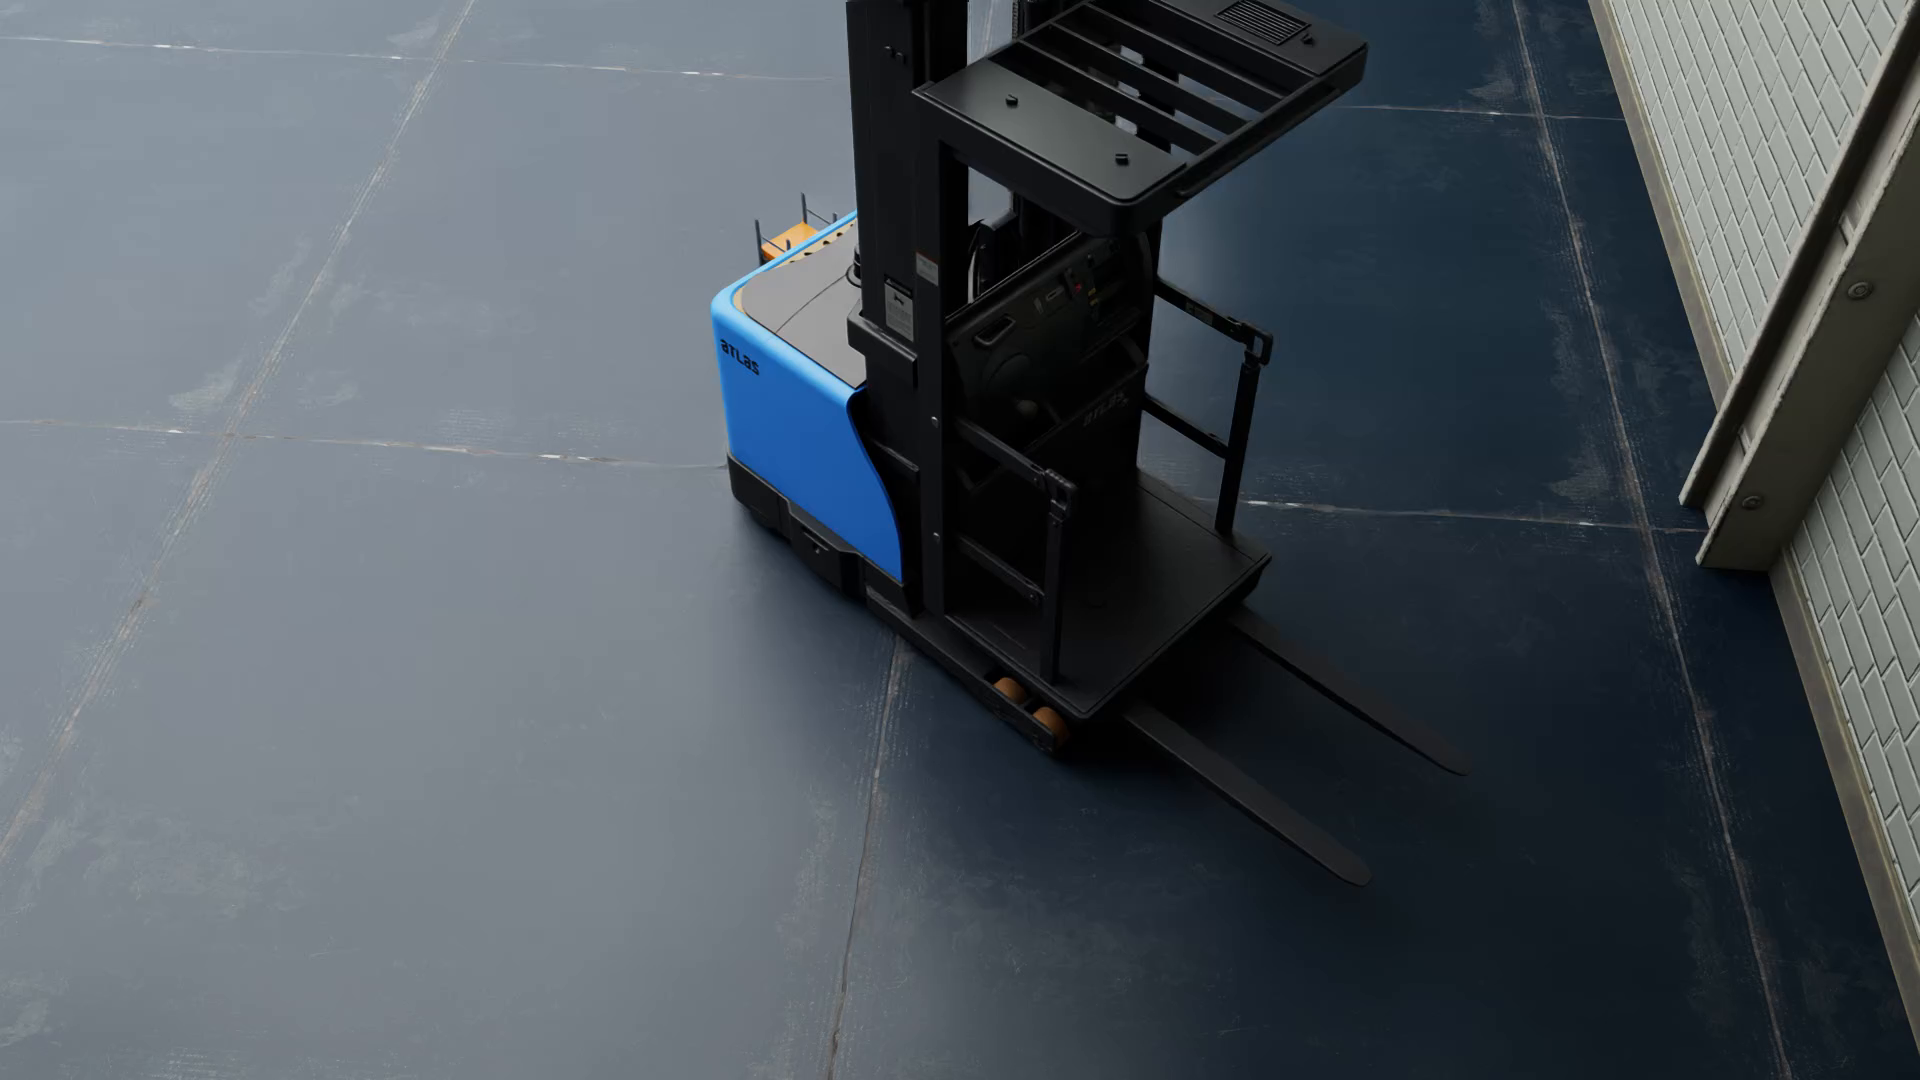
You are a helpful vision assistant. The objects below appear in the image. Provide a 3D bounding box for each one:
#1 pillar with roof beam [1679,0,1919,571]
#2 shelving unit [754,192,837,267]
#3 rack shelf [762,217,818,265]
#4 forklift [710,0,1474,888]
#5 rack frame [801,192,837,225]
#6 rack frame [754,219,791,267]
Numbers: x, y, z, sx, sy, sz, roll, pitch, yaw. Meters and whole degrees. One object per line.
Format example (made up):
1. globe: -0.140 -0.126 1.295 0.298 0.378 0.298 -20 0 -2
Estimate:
1. pillar with roof beam: -1.151 -3.356 3.747 9.100 9.000 0.400 4 48 4
2. shelving unit: -0.644 -0.915 6.901 0.215 1.050 0.252 36 57 28
3. rack shelf: -0.644 -1.099 6.699 0.215 0.259 0.240 36 57 28
4. forklift: 0.464 -0.657 5.390 3.031 2.935 1.130 36 57 28
5. rack frame: -0.559 -0.979 6.960 0.200 1.050 0.008 36 57 28
6. rack frame: -0.729 -0.850 6.842 0.200 1.050 0.008 36 57 28
